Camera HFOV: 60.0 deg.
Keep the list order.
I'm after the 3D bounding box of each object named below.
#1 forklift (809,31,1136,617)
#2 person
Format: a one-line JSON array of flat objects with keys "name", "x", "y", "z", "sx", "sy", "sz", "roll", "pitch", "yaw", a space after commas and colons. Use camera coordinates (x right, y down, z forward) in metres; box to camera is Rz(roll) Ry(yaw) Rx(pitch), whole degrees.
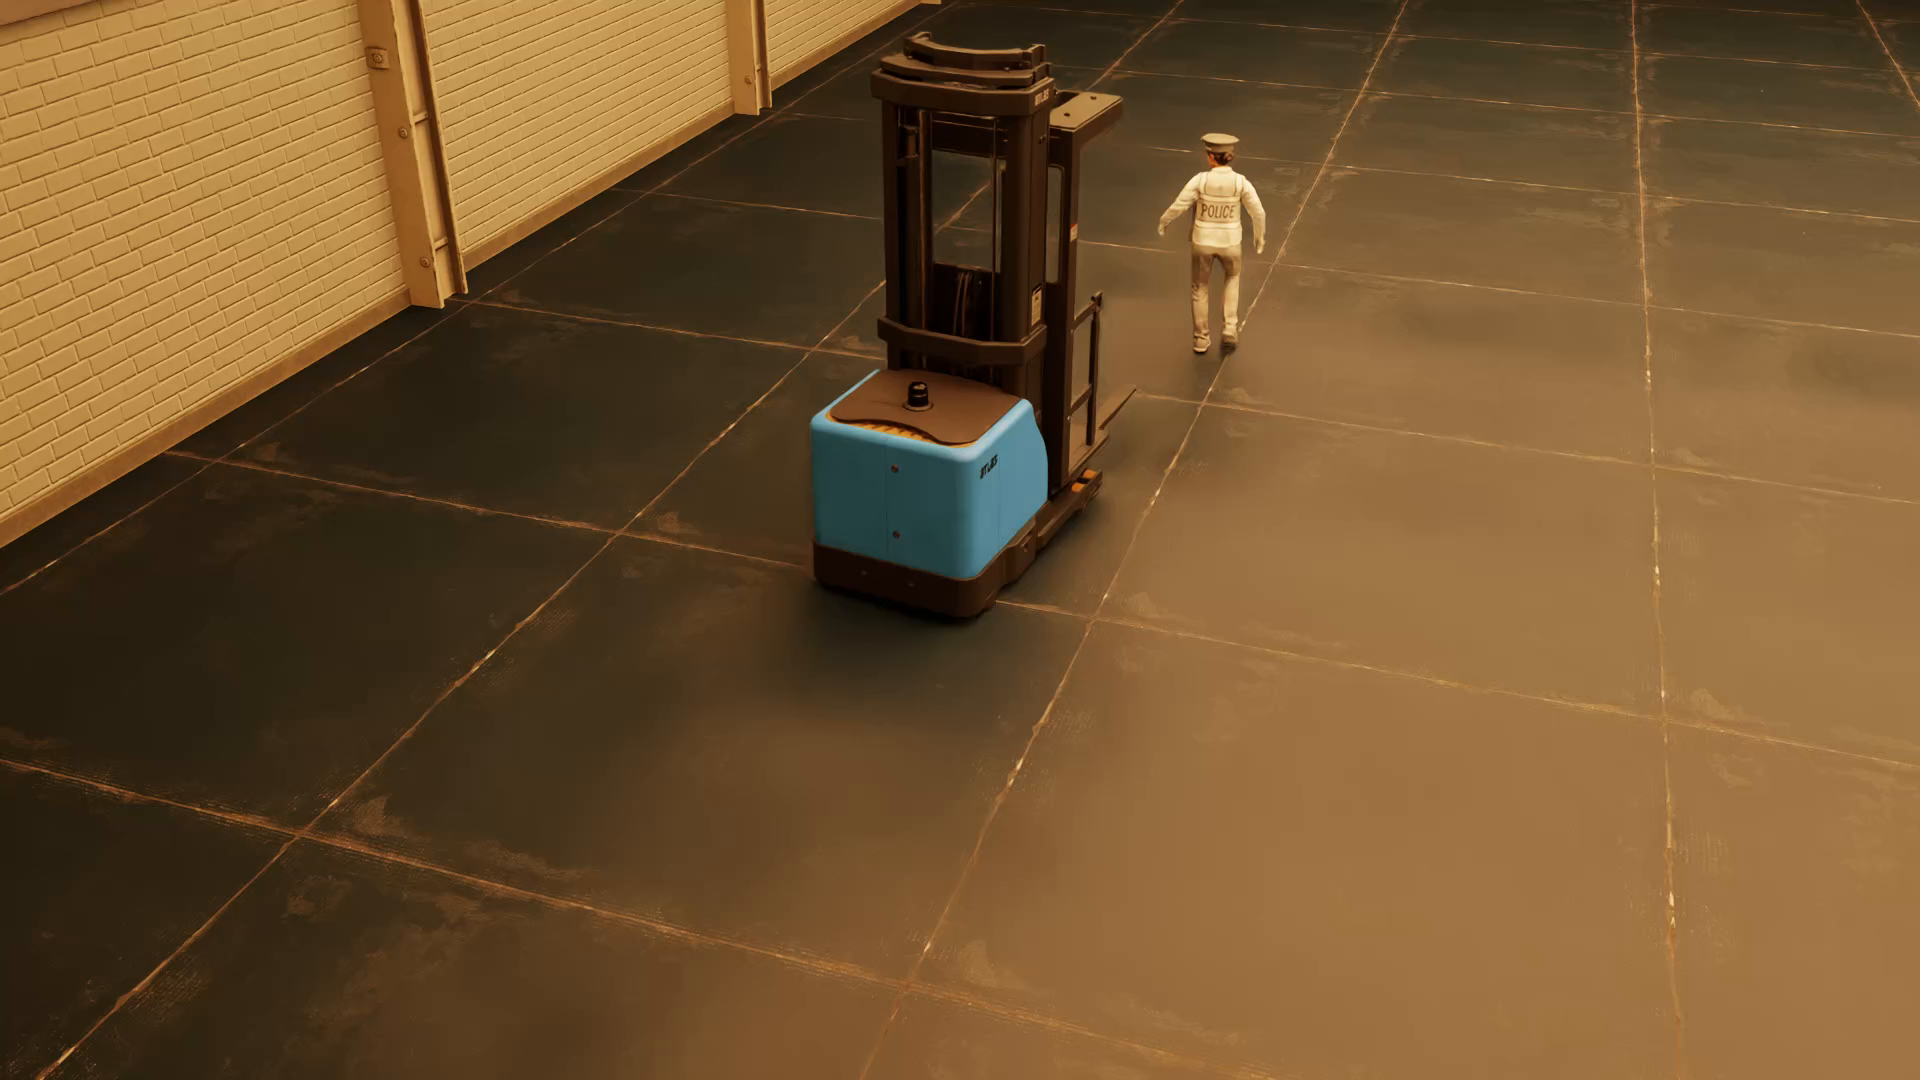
[{"name": "forklift", "x": 0.256, "y": -1.552, "z": 9.860, "sx": 1.130, "sy": 2.935, "sz": 3.031, "roll": 14, "pitch": 32, "yaw": 22}, {"name": "person", "x": 1.856, "y": -2.185, "z": 12.306, "sx": 0.791, "sy": 1.673, "sz": 0.444, "roll": 4, "pitch": 30, "yaw": 7}]
